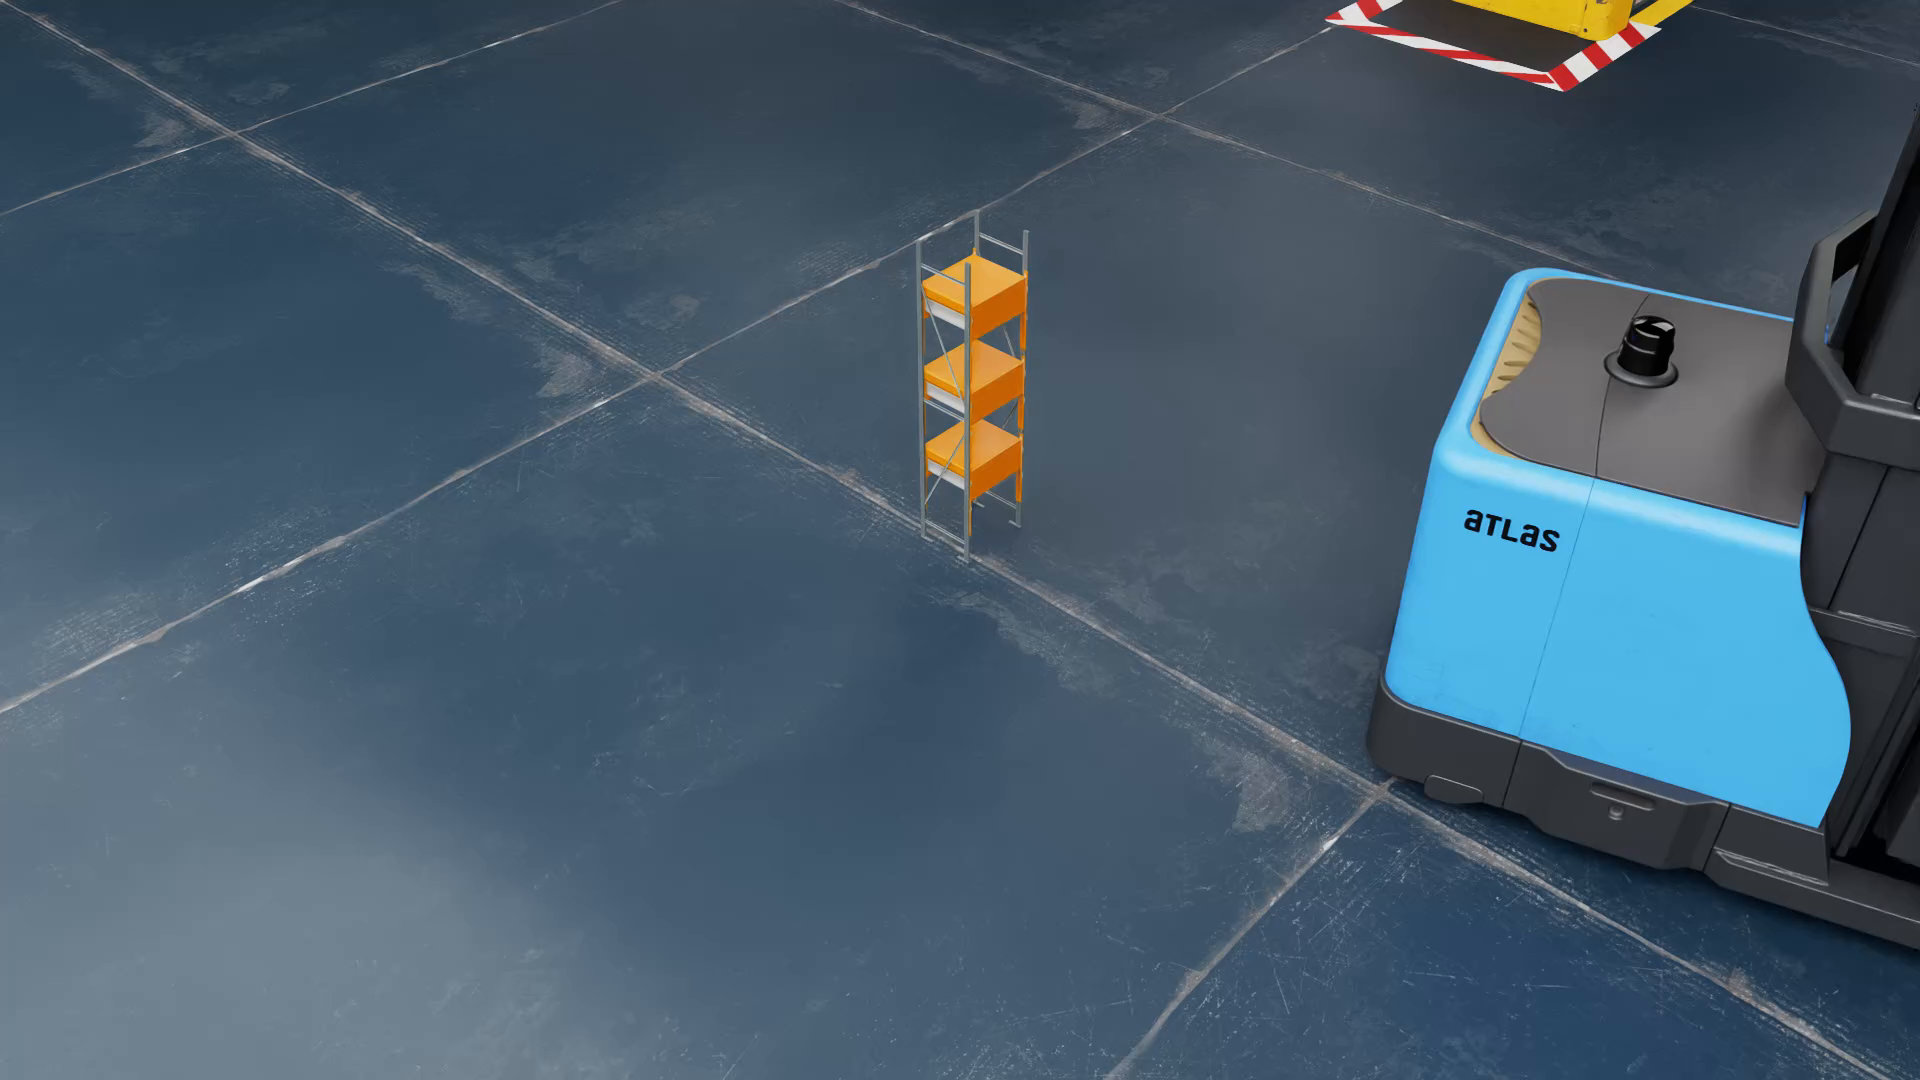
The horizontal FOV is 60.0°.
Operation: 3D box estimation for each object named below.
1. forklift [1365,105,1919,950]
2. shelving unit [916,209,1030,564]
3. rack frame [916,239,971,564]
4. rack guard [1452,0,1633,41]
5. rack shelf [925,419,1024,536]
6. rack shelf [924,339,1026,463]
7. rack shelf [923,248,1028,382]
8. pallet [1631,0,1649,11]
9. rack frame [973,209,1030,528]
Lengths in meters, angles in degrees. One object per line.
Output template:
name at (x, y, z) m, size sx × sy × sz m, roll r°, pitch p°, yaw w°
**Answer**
forklift at (2.640, -0.393, 3.389) m, size 3.031 × 2.935 × 1.130 m, roll 17°, pitch 41°, yaw 20°
shelving unit at (0.036, -0.435, 4.954) m, size 0.215 × 1.050 × 0.252 m, roll 30°, pitch 47°, yaw 32°
rack frame at (-0.046, -0.379, 4.884) m, size 0.200 × 1.050 × 0.008 m, roll 30°, pitch 47°, yaw 32°
rack guard at (2.929, -3.034, 8.664) m, size 1.175 × 0.500 × 0.348 m, roll 30°, pitch 47°, yaw 32°
rack shelf at (0.036, -0.210, 5.134) m, size 0.215 × 0.259 × 0.240 m, roll 30°, pitch 47°, yaw 32°
rack shelf at (0.036, -0.427, 4.961) m, size 0.215 × 0.259 × 0.240 m, roll 30°, pitch 47°, yaw 32°
rack shelf at (0.036, -0.649, 4.784) m, size 0.215 × 0.259 × 0.240 m, roll 30°, pitch 47°, yaw 32°
pallet at (3.481, -3.292, 9.220) m, size 1.003 × 0.211 × 1.213 m, roll 30°, pitch 47°, yaw 32°
rack frame at (0.118, -0.492, 5.025) m, size 0.200 × 1.050 × 0.008 m, roll 30°, pitch 47°, yaw 32°
